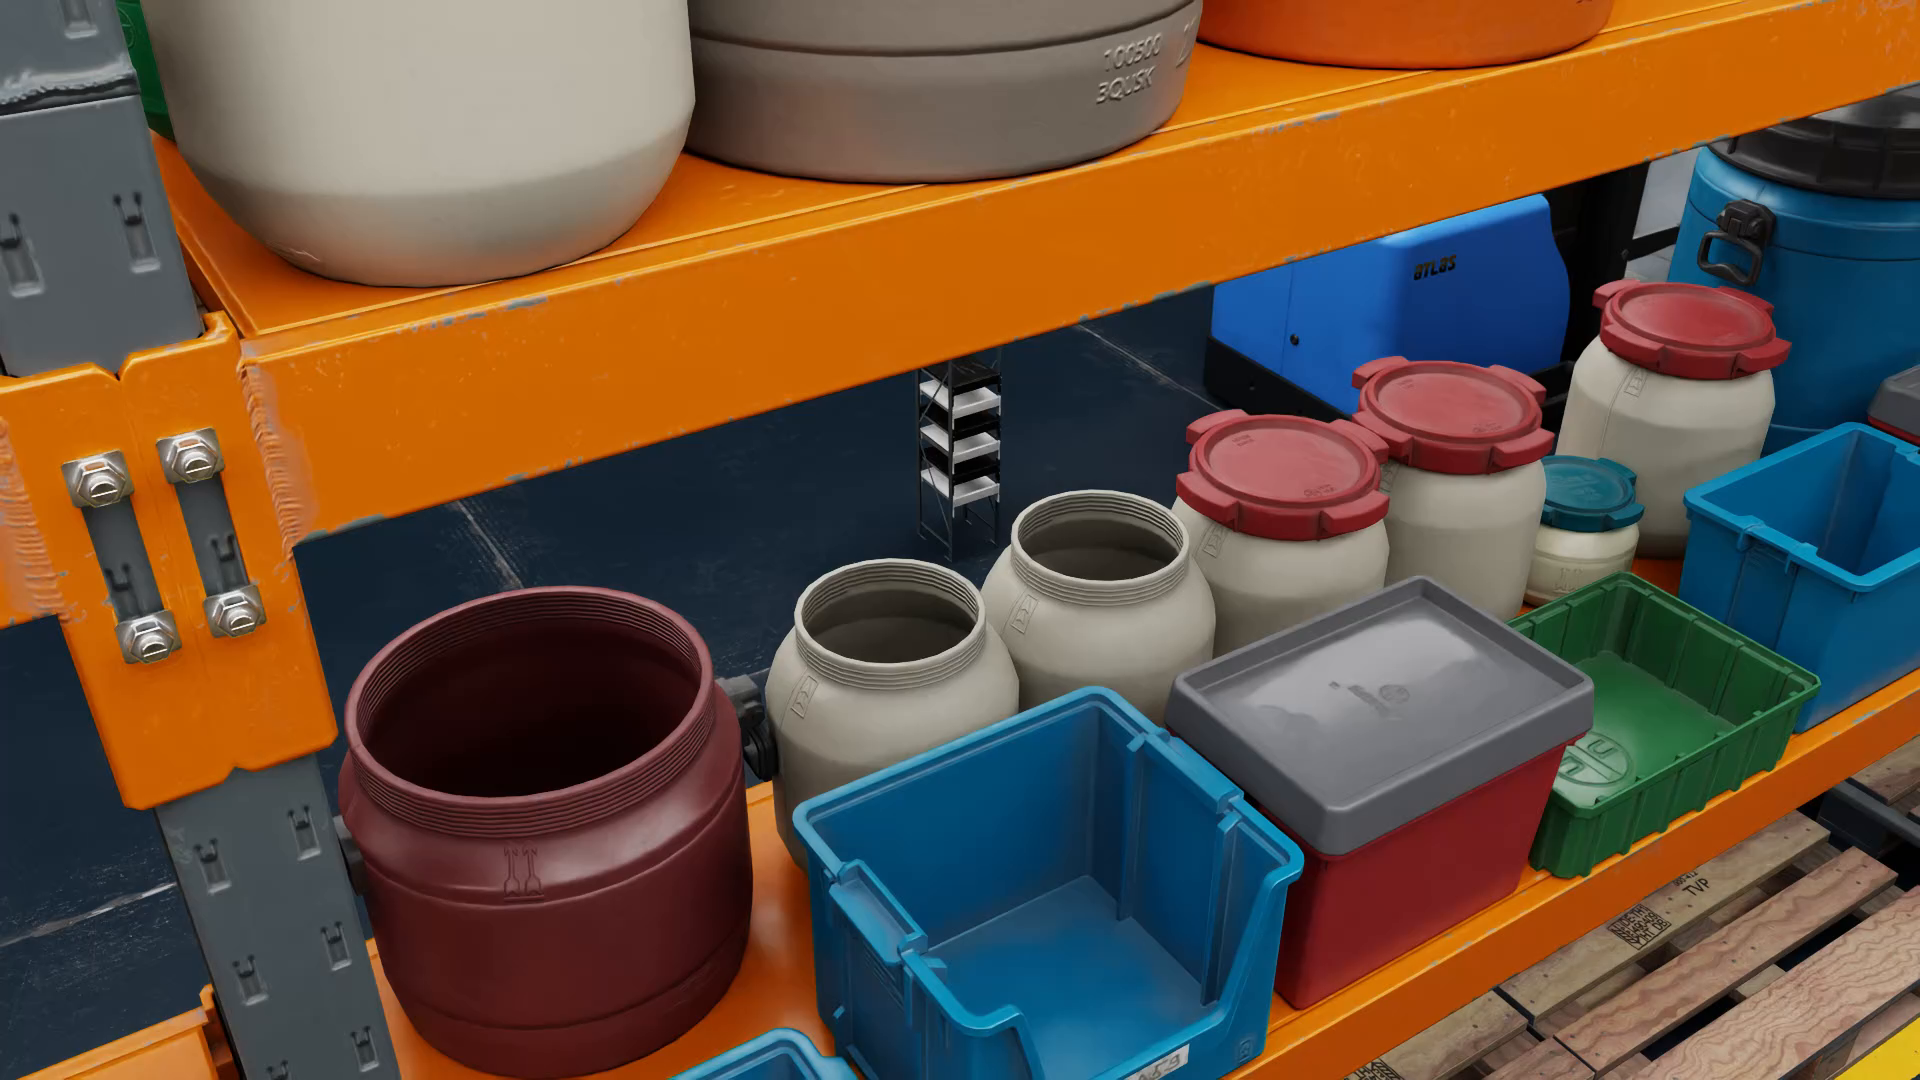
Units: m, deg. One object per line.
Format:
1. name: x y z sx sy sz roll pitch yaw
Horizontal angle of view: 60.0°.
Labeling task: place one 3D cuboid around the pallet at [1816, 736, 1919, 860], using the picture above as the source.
1. pallet: 3.088 0.618 5.073 1.213 0.211 1.003 -19 37 -27

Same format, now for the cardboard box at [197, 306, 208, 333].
1. cardboard box: -2.992 -0.782 6.609 0.500 0.500 0.700 -21 38 -30

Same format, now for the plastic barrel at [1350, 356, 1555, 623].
1. plastic barrel: 0.962 -0.053 3.396 0.433 0.535 0.433 0 32 0

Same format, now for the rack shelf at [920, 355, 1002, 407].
1. rack shelf: -0.007 -0.578 5.880 0.200 0.077 0.258 -19 37 -27

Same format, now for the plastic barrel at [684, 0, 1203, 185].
1. plastic barrel: -0.053 -0.851 1.506 0.600 0.901 0.600 0 32 0

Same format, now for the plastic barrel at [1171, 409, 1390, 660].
1. plastic barrel: 0.598 0.072 3.197 0.433 0.535 0.433 0 32 0

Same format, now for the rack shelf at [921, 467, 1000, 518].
1. rack shelf: -0.007 -0.198 6.120 0.200 0.077 0.258 -19 37 -27

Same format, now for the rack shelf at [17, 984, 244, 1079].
1. rack shelf: -2.542 1.653 1.493 4.000 0.370 1.077 -19 37 -27

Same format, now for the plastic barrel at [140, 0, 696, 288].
1. plastic barrel: -0.434 -0.498 1.312 0.421 0.512 0.421 0 32 0

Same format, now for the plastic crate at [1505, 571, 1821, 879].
1. plastic crate: 1.190 0.333 3.109 0.662 0.188 0.450 -19 37 -27

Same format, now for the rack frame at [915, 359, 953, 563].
1. rack frame: -0.092 -0.349 5.960 0.006 0.900 0.240 -19 37 -27

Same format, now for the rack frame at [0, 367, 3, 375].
1. rack frame: -3.544 -1.451 5.739 0.127 3.000 1.000 -19 37 -27

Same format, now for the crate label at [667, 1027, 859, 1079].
1. crate label: -0.304 0.887 2.189 0.416 0.233 0.303 -19 37 -27

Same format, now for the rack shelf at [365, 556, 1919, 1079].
1. rack shelf: 0.820 0.496 3.326 4.000 0.370 1.077 -19 37 -27

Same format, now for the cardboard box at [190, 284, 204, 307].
1. cardboard box: -2.998 -1.104 6.417 0.500 0.250 0.500 -17 36 -25

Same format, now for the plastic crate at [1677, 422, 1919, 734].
1. plastic crate: 1.742 0.079 3.328 0.575 0.384 0.392 -19 37 -27

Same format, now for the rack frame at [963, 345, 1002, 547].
1. rack frame: 0.079 -0.408 6.053 0.006 0.900 0.240 -19 37 -27

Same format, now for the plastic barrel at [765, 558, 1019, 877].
1. plastic barrel: -0.112 0.330 2.811 0.421 0.512 0.421 0 32 0

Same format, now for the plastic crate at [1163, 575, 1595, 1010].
1. plastic crate: 0.663 0.413 2.724 0.583 0.464 0.402 -19 37 -27

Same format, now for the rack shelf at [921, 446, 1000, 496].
1. rack shelf: -0.007 -0.274 6.072 0.200 0.077 0.258 -19 37 -27

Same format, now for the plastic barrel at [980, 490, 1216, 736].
1. plastic barrel: 0.242 0.208 3.004 0.421 0.512 0.421 0 32 0

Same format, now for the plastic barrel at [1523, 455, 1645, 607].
1. plastic barrel: 1.306 -0.014 3.590 0.301 0.262 0.301 0 32 0

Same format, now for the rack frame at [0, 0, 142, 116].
1. rack frame: -0.861 -1.767 0.617 0.127 3.000 1.000 -19 37 -27

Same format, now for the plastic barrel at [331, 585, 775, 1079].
1. plastic barrel: -0.635 0.443 2.609 0.708 0.536 0.600 -19 37 -27

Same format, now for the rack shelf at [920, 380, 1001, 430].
1. rack shelf: -0.007 -0.502 5.928 0.200 0.077 0.258 -19 37 -27

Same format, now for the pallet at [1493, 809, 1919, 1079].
1. pallet: 1.862 1.038 4.407 1.213 0.211 1.003 -19 37 -27

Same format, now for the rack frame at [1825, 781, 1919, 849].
1. rack frame: 2.501 -0.386 4.051 0.127 3.000 1.000 -19 37 -27

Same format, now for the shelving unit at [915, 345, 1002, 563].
1. shelving unit: -0.007 -0.378 6.006 0.210 0.900 0.258 -19 37 -27

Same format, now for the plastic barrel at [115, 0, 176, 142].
1. plastic barrel: -0.681 -0.527 1.608 0.294 0.245 0.294 0 32 0

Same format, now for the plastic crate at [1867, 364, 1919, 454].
1. plastic crate: 2.260 -0.136 3.594 0.583 0.464 0.402 -19 37 -27

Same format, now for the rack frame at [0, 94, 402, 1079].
1. rack frame: -0.861 0.770 2.218 0.127 3.000 1.000 -19 37 -27

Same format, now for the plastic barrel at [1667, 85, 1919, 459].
1. plastic barrel: 2.012 -0.622 3.955 0.708 0.901 0.600 -19 37 -27

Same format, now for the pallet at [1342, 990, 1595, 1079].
1. pallet: 0.836 1.392 3.845 1.213 0.211 1.003 -19 37 -27

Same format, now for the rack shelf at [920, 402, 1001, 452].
1. rack shelf: -0.007 -0.426 5.976 0.200 0.077 0.258 -19 37 -27

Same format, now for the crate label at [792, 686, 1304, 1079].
1. crate label: 0.121 0.589 2.471 0.616 0.435 0.502 -19 37 -27

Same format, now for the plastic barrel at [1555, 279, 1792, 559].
1. plastic barrel: 1.578 -0.265 3.732 0.433 0.535 0.433 0 32 0

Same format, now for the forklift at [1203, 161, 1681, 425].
1. forklift: 2.572 -2.058 6.765 3.031 2.935 1.130 -18 37 -26

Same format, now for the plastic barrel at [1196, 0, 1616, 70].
1. plastic barrel: 0.497 -1.009 1.825 0.708 0.830 0.600 -19 37 -27

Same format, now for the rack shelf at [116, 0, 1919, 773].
1. rack shelf: 0.820 -0.772 2.526 4.000 0.370 1.077 -19 37 -27

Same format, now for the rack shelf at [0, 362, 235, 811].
1. rack shelf: -2.542 0.384 0.693 4.000 0.370 1.077 -19 37 -27

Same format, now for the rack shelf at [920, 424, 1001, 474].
1. rack shelf: -0.007 -0.350 6.024 0.200 0.077 0.258 -19 37 -27
